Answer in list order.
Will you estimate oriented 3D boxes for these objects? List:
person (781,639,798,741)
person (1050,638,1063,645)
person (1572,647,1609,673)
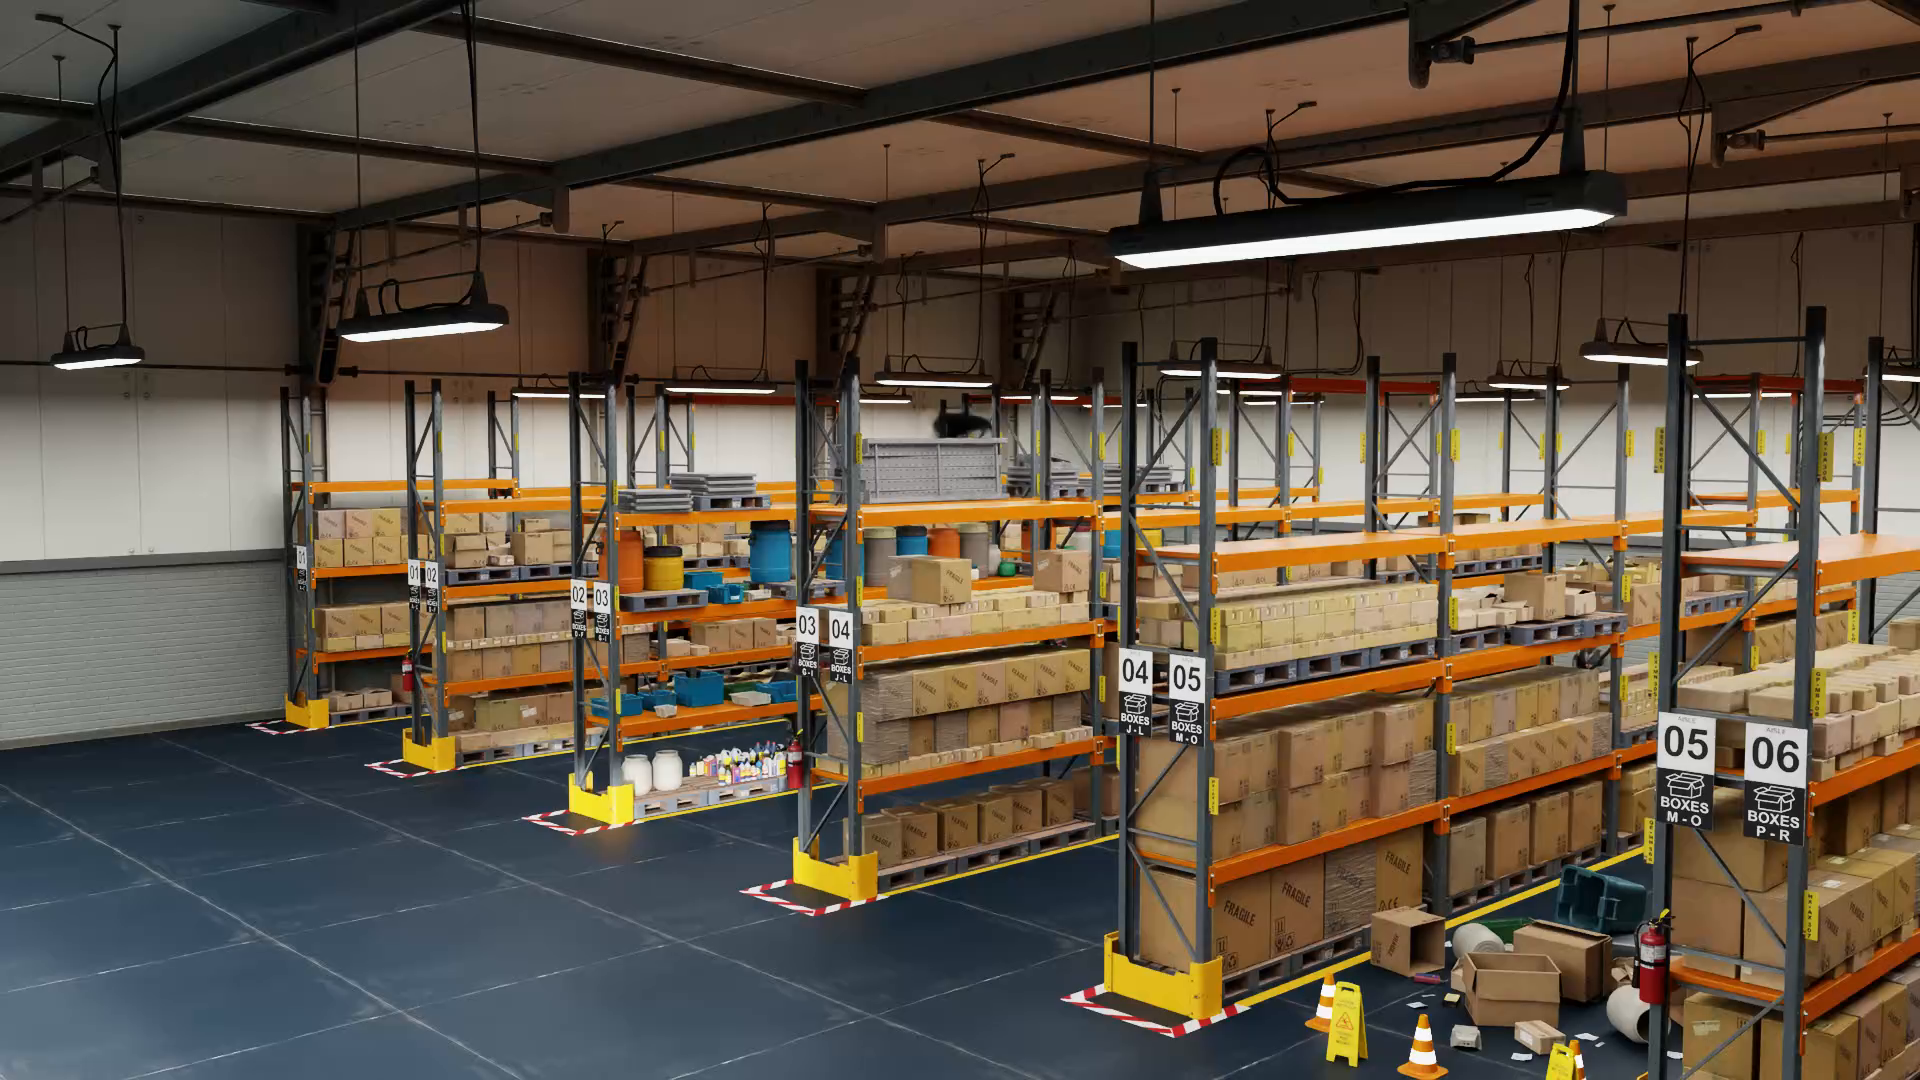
[{"bbox_3d":[-2.757,2.529,28.027,0.819,1.735,0.554,4,5,44],"label":"person"},{"bbox_3d":[1.969,2.272,32.937,0.510,1.600,1.033,3,5,42],"label":"person"},{"bbox_3d":[10.714,2.497,28.313,0.630,1.789,0.791,2,4,29],"label":"person"}]
